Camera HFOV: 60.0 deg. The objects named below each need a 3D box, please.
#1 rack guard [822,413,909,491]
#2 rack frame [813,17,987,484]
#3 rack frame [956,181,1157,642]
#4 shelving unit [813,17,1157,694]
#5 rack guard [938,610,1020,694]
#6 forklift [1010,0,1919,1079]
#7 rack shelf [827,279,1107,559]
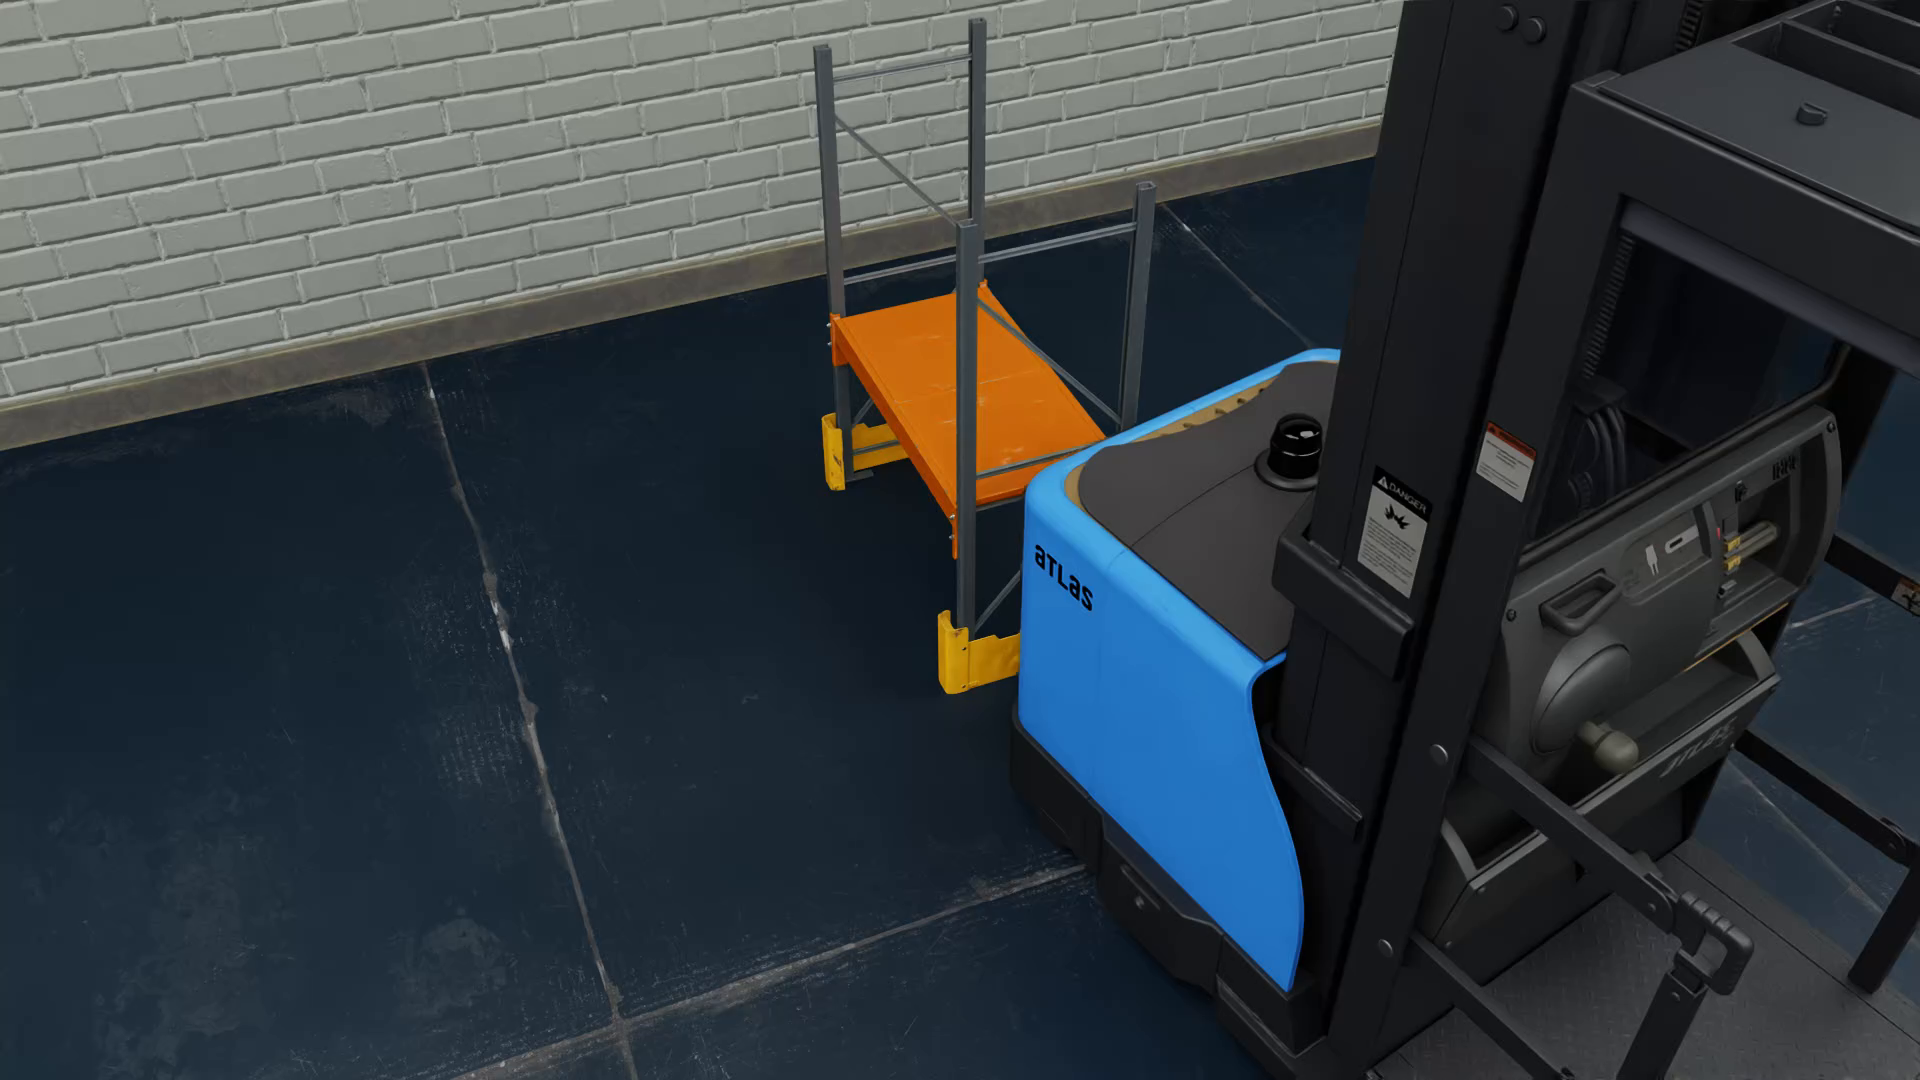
[{"bbox_3d":[-0.161,-0.349,5.464,0.587,0.250,0.087,-15,43,-17],"label":"rack guard"},{"bbox_3d":[-0.162,-0.823,5.057,0.500,1.500,0.032,-15,43,-17],"label":"rack frame"},{"bbox_3d":[0.227,-0.211,4.345,0.500,1.500,0.032,-15,43,-17],"label":"rack frame"},{"bbox_3d":[0.029,-0.523,4.708,0.587,1.500,1.083,-15,43,-17],"label":"shelving unit"},{"bbox_3d":[0.220,0.251,4.766,0.587,0.250,0.087,-15,43,-17],"label":"rack guard"},{"bbox_3d":[1.391,0.162,2.814,1.130,2.935,3.031,-25,46,-26],"label":"forklift"},{"bbox_3d":[0.033,-0.381,4.818,0.538,0.185,1.000,-15,43,-17],"label":"rack shelf"}]
